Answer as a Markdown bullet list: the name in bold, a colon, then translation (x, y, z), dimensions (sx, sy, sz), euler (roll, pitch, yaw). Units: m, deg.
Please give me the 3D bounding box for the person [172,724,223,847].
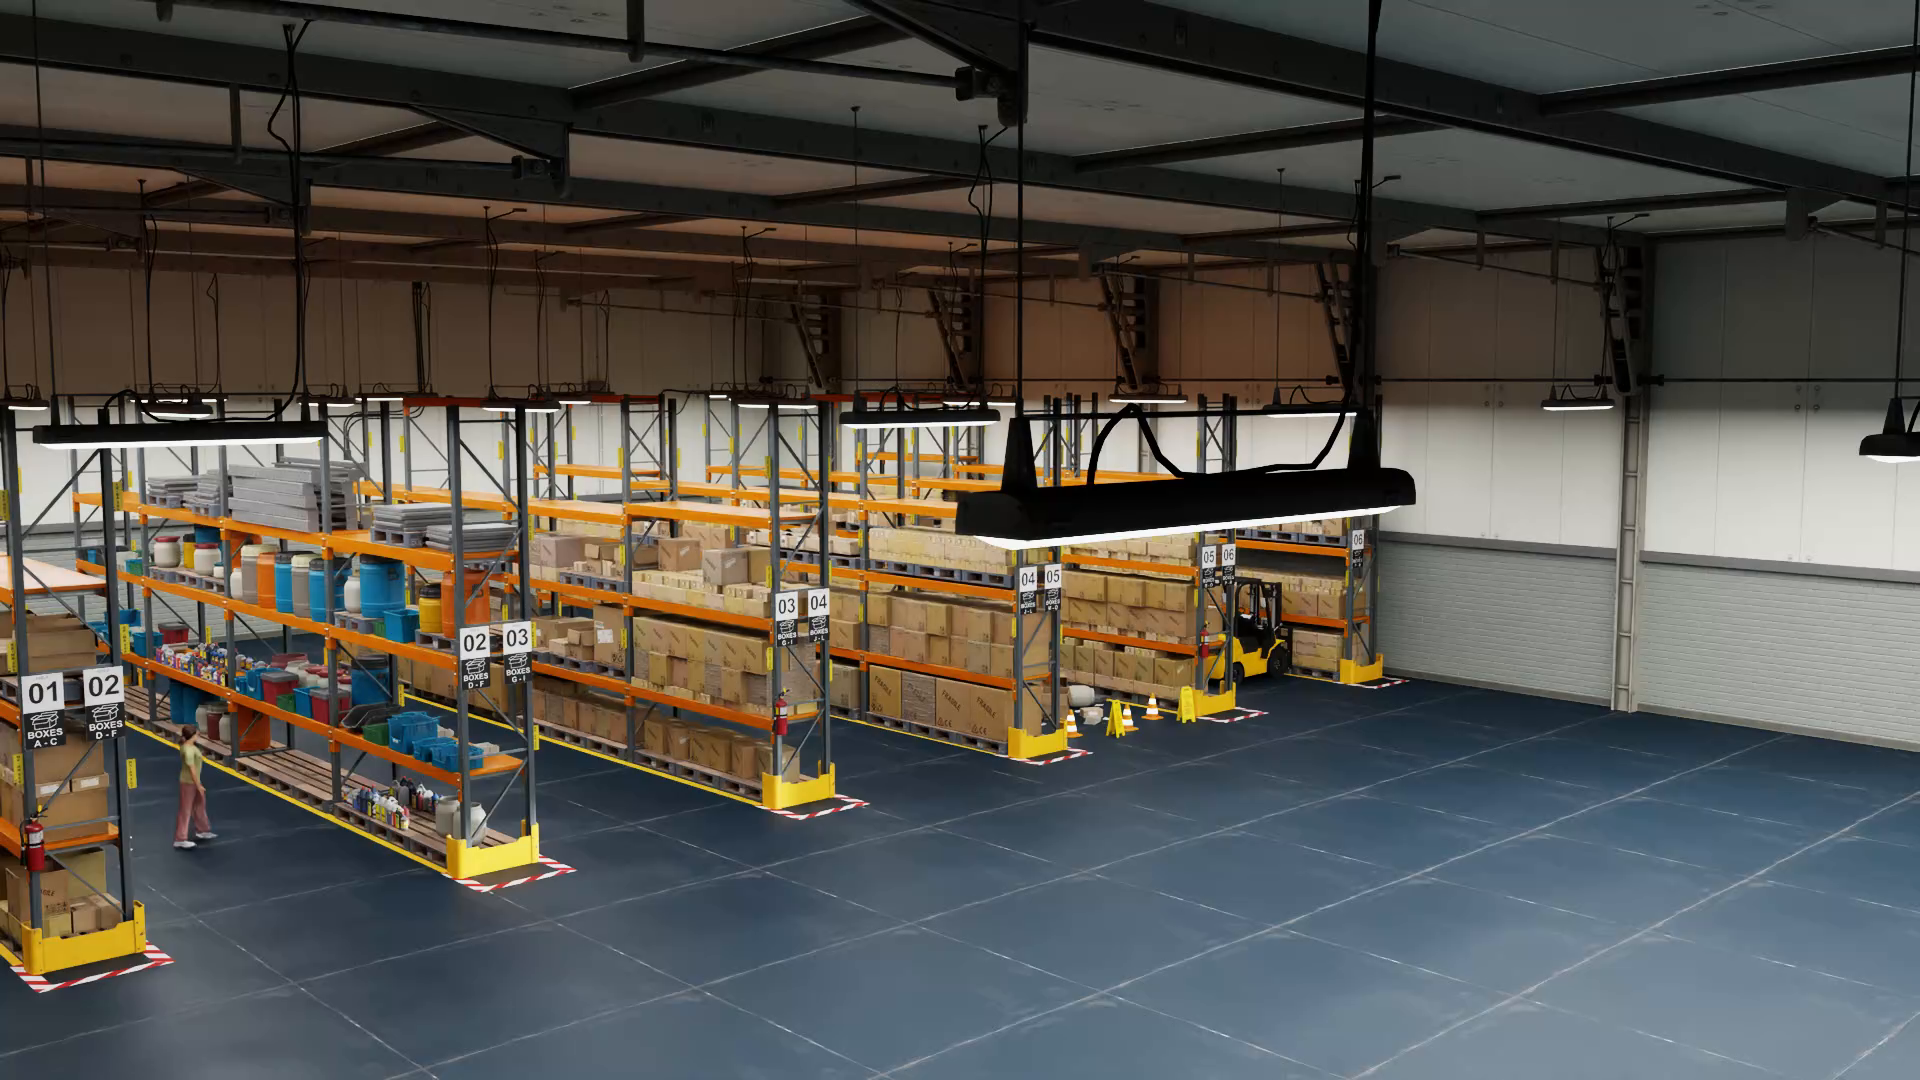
- **person**: translation (-10.426, 3.376, 22.654), dimensions (0.568, 1.579, 0.624), euler (-2, 6, -17)
